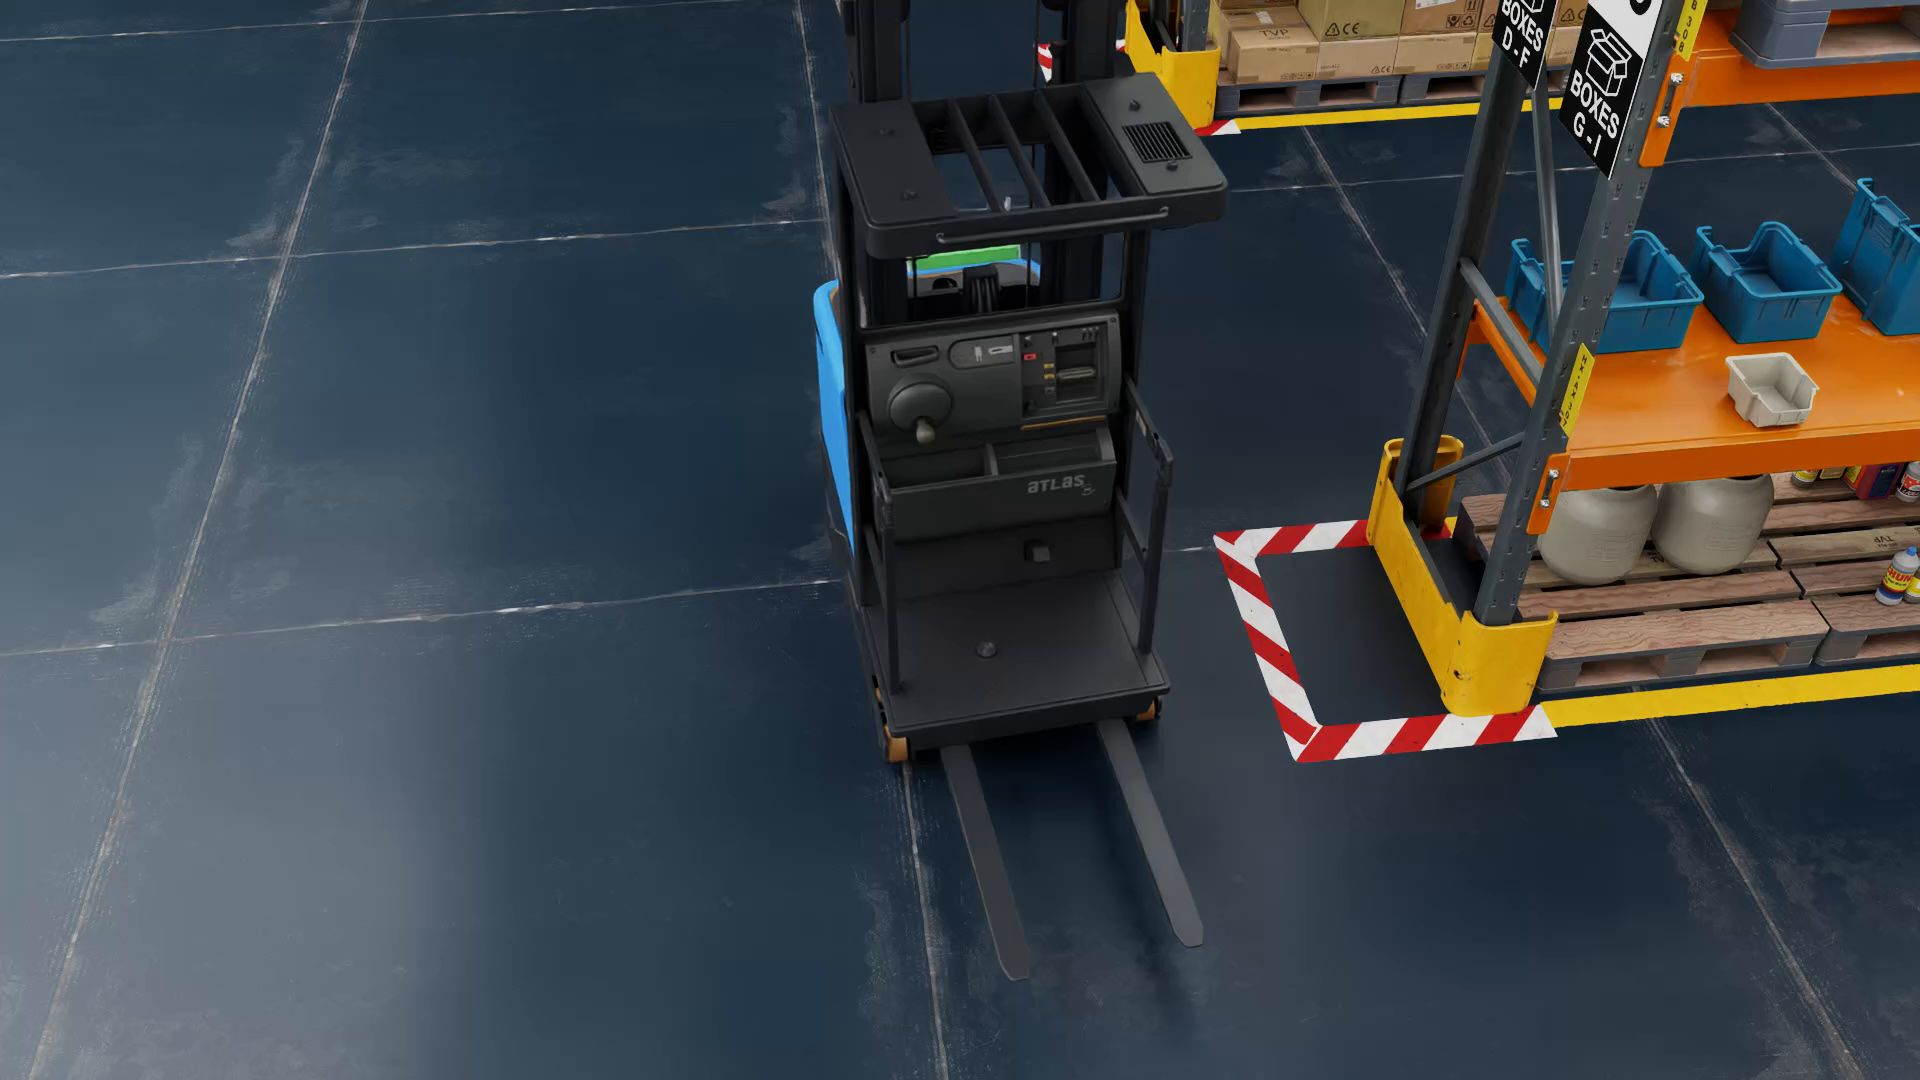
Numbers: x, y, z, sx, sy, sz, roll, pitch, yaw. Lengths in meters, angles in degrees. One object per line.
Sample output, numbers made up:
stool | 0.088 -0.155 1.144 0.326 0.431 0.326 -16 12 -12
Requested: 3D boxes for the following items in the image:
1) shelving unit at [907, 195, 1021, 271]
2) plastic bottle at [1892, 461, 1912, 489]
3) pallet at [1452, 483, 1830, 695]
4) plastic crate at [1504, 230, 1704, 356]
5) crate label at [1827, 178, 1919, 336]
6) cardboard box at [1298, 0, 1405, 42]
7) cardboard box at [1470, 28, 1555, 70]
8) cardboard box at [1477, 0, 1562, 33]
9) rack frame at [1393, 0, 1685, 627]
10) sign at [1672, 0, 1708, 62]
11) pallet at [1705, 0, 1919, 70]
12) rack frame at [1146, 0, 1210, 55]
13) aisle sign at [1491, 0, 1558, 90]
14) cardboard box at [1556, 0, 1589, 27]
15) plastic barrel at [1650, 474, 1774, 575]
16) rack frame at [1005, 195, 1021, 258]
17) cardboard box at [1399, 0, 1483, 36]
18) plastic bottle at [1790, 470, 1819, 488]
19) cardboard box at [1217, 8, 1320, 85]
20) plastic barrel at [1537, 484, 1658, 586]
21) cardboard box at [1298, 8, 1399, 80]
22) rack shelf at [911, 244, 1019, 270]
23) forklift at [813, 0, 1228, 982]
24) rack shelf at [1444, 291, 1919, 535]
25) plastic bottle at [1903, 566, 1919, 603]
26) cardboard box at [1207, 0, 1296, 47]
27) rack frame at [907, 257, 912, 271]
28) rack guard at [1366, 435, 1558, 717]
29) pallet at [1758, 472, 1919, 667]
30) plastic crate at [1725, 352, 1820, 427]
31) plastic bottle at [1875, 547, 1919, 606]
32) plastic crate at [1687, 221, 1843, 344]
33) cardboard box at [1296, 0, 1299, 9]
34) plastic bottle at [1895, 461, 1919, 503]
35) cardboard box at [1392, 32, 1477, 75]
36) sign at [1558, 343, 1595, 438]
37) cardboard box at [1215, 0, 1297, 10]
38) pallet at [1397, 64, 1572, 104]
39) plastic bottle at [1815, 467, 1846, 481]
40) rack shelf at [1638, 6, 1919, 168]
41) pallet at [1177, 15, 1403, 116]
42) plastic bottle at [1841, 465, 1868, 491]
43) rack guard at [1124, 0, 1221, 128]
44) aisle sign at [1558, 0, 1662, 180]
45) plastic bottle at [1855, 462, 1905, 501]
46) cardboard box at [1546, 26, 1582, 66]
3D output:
shelving unit | -0.005 -0.971 7.645 0.503 1.200 0.258 -8 43 -9
plastic bottle | 4.152 -0.380 7.352 0.135 0.276 0.152 -6 42 -7
pallet | 2.872 0.169 7.121 1.213 0.211 1.003 -5 42 -6
plastic crate | 2.454 -0.949 6.389 0.616 0.251 0.499 -5 42 -6
crate label | 3.786 -1.115 6.435 0.616 0.435 0.502 -5 42 -6
cardboard box | 2.414 -3.409 10.185 0.500 0.500 0.500 -5 42 -6
cardboard box | 3.406 -3.215 10.529 0.500 0.250 0.500 -5 42 -6
cardboard box | 3.406 -3.493 10.277 0.500 0.500 0.500 -5 42 -6
rack frame | 1.996 -0.762 6.071 0.127 3.000 1.000 -5 42 -6
sign | 2.063 -1.514 4.657 0.005 0.325 0.100 -5 42 -6
pallet | 2.829 -1.813 5.137 1.213 0.211 1.003 -5 42 -6
rack frame | 1.358 -4.052 9.718 0.127 3.000 1.000 -5 42 -6
aisle sign | 1.886 -1.918 5.412 0.004 0.787 0.394 -5 42 -6
cardboard box | 3.900 -3.546 10.336 0.500 0.500 0.500 -5 42 -6
plastic barrel | 3.136 -0.146 6.931 0.421 0.512 0.421 0 42 0
rack frame | 0.234 -1.006 7.683 0.015 1.200 0.240 -8 43 -9
cardboard box | 2.908 -3.461 10.242 0.500 0.500 0.500 -5 42 -6
plastic bottle | 3.761 -0.337 7.360 0.097 0.201 0.097 0 42 0
cardboard box | 1.918 -3.086 10.386 0.500 0.250 0.500 -5 42 -6
plastic barrel | 2.639 -0.102 6.883 0.421 0.512 0.421 0 42 0
cardboard box | 2.414 -3.132 10.437 0.500 0.250 0.500 -5 42 -6
rack shelf | -0.005 -1.280 7.367 0.480 0.148 0.258 -8 43 -9
forklift | 0.175 -0.499 5.830 1.130 2.935 3.031 -8 43 -9
rack shelf | 3.979 -0.669 6.504 4.000 0.370 1.077 -5 42 -6
plastic bottle | 3.937 0.154 6.815 0.097 0.201 0.097 0 42 0
cardboard box | 1.851 -3.430 10.767 0.500 0.250 0.500 -5 42 -6
rack frame | -0.243 -0.936 7.606 0.015 1.200 0.240 -8 43 -9
rack guard | 2.066 0.128 6.950 0.348 0.500 1.175 -5 42 -6
pallet | 4.079 0.065 7.236 1.213 0.211 1.003 -5 42 -6
plastic crate | 2.925 -0.528 6.008 0.250 0.136 0.298 -5 42 -6
plastic bottle | 3.835 0.137 6.782 0.097 0.271 0.097 0 42 0
plastic crate | 3.098 -1.002 6.447 0.408 0.251 0.499 -5 42 -6
cardboard box | 2.345 -3.481 10.824 0.500 0.250 0.500 -5 42 -6
plastic bottle | 4.186 -0.272 7.287 0.097 0.201 0.097 0 42 0
cardboard box | 2.910 -3.175 10.485 0.500 0.250 0.500 -5 42 -6
sign | 2.063 -0.499 5.572 0.005 0.325 0.100 -5 42 -6
cardboard box | 1.851 -3.710 10.518 0.500 0.500 0.500 -5 42 -6
pallet | 3.318 -3.215 10.871 1.213 0.211 1.003 -5 42 -6
plastic bottle | 3.874 -0.390 7.357 0.133 0.283 0.061 -4 42 -4
rack shelf | 3.979 -1.783 5.499 4.000 0.370 1.077 -5 42 -6
pallet | 2.111 -3.111 10.756 1.213 0.211 1.003 -5 42 -6
plastic bottle | 4.014 -0.368 7.339 0.135 0.276 0.152 -5 42 -5
rack guard | 1.334 -3.122 10.553 0.348 0.500 1.175 -5 42 -6
aisle sign | 1.963 -1.527 4.977 0.004 0.787 0.394 -5 42 -6
plastic bottle | 4.028 -0.300 7.258 0.133 0.283 0.061 -5 42 -6
cardboard box | 3.902 -3.259 10.578 0.500 0.250 0.500 -5 42 -6
